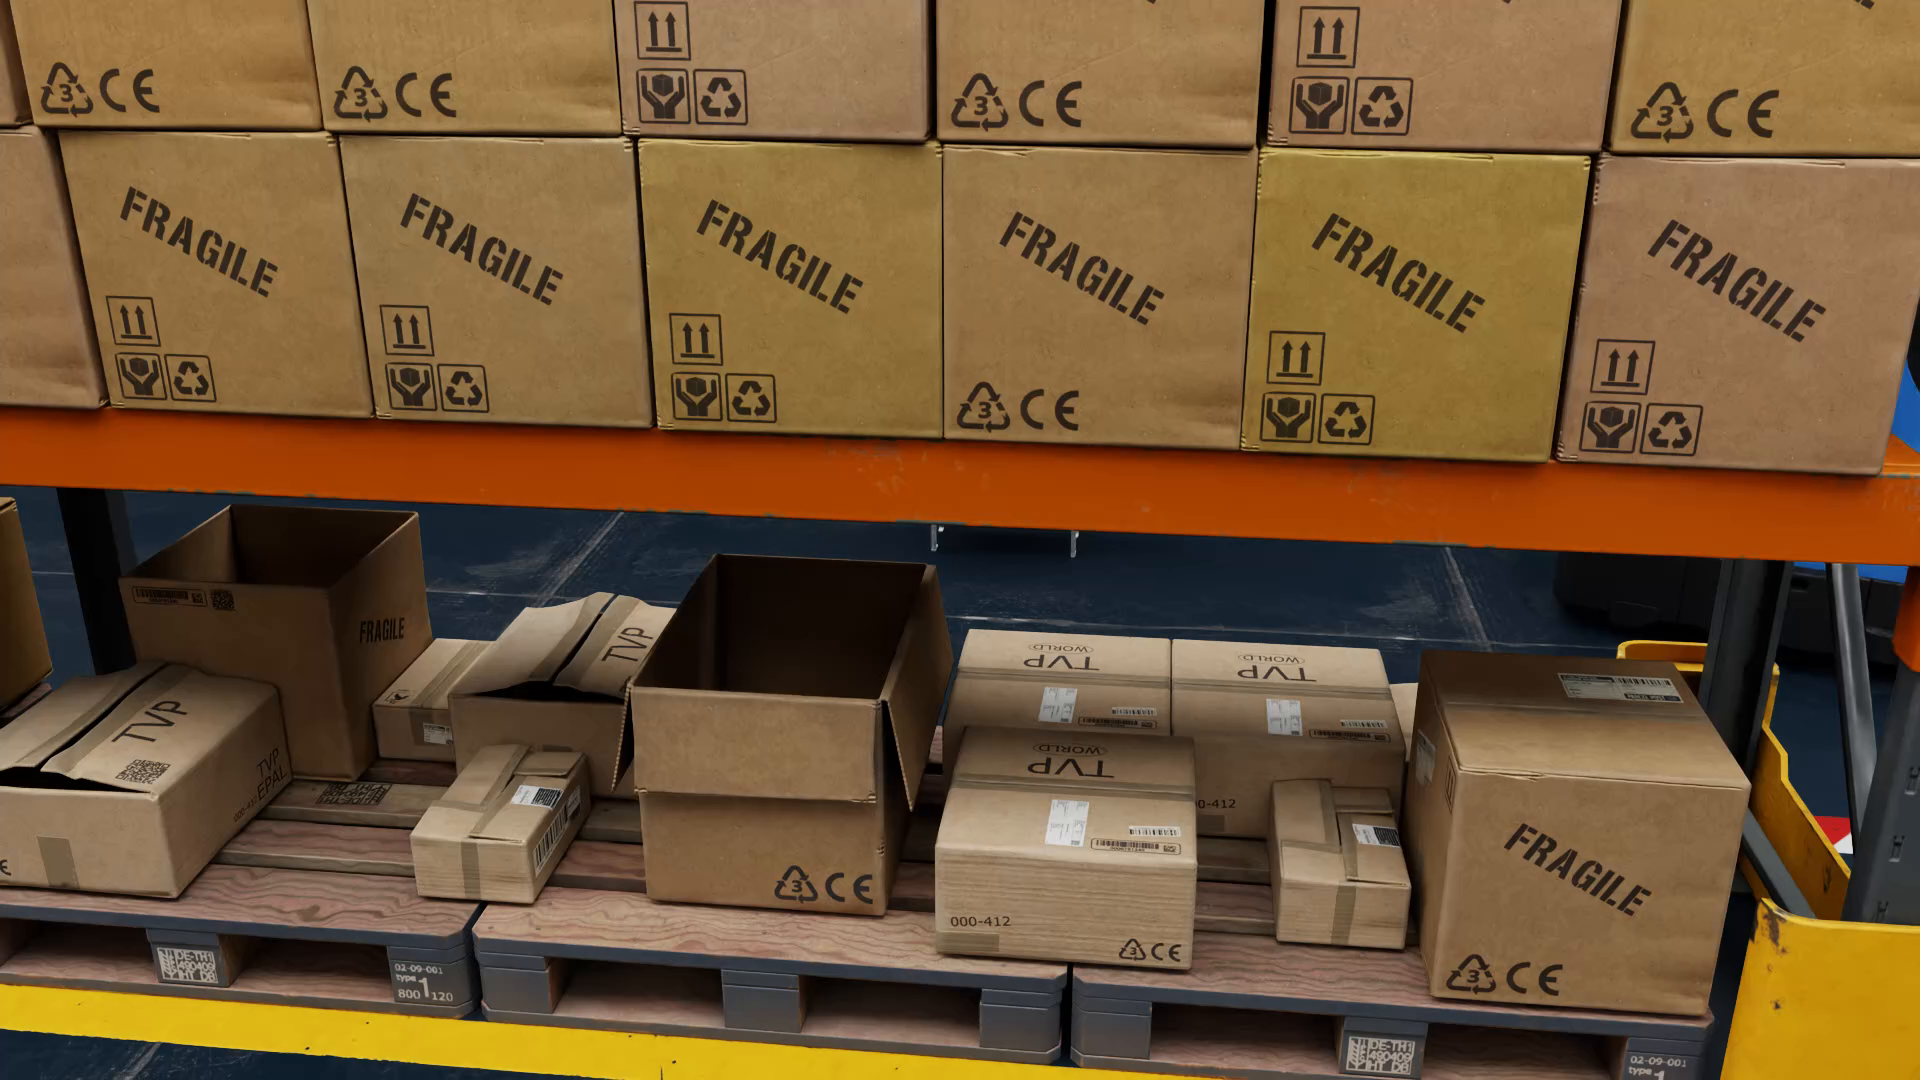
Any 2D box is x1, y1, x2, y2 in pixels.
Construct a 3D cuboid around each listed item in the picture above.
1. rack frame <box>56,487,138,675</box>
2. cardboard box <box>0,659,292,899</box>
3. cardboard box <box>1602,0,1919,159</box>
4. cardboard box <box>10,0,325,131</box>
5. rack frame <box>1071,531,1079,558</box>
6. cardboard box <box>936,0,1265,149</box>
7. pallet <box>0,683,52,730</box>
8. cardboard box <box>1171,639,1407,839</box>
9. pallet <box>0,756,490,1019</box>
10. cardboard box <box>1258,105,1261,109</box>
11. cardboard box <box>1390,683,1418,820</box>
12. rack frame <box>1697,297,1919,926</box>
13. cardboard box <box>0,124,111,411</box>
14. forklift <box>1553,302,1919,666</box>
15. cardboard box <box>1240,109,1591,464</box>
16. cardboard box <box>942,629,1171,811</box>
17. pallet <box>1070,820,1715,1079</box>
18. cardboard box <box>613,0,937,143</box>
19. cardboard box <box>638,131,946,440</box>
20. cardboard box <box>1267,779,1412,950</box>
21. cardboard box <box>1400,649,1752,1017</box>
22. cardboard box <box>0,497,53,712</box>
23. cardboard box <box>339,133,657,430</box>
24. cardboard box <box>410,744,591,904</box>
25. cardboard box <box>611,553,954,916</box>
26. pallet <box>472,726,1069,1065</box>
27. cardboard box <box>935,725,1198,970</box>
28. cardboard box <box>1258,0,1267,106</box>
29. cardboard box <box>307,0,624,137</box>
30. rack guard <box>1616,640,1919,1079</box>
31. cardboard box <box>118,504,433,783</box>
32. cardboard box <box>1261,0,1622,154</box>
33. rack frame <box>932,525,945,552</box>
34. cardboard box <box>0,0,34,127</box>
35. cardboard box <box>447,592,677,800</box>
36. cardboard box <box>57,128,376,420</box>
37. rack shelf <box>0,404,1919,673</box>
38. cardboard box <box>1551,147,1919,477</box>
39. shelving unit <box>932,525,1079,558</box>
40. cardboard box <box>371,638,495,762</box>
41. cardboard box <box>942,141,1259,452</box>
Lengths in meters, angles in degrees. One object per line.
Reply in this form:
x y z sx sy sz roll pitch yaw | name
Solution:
-2.235 -0.642 3.483 0.127 3.000 1.000 2 22 6 | rack frame
-1.843 0.501 3.650 0.500 0.311 0.500 2 22 6 | cardboard box
1.263 -0.899 2.637 0.500 0.500 0.500 2 22 6 | cardboard box
-1.287 -1.008 2.913 0.500 0.500 0.500 2 22 5 | cardboard box
0.407 -0.540 5.674 0.015 1.200 0.240 2 22 6 | rack frame
0.246 -0.941 2.744 0.500 0.500 0.500 3 22 8 | cardboard box
-3.047 0.634 4.050 1.213 0.211 1.003 2 22 6 | pallet
0.734 0.457 3.846 0.500 0.250 0.500 2 22 6 | cardboard box
-1.553 0.685 3.919 1.213 0.211 1.003 2 22 6 | pallet
0.815 -0.651 3.370 0.500 0.500 0.500 2 22 6 | cardboard box
1.114 0.490 3.876 0.250 0.166 0.380 2 22 6 | cardboard box
1.738 -0.468 3.045 0.127 3.000 1.000 2 22 6 | rack frame
-1.761 -0.567 3.157 0.500 0.500 0.500 3 22 8 | cardboard box
3.446 -1.021 4.536 3.031 2.935 1.130 11 24 25 | forklift
0.745 -0.456 2.878 0.500 0.500 0.500 3 22 7 | cardboard box
0.238 0.435 3.901 0.500 0.250 0.500 2 22 6 | cardboard box
0.870 0.791 3.652 1.213 0.211 1.003 2 22 6 | pallet
-0.264 -0.963 2.801 0.500 0.500 0.500 3 22 8 | cardboard box
-0.250 -0.502 2.993 0.500 0.500 0.500 2 22 6 | cardboard box
0.777 0.661 3.444 0.250 0.166 0.380 2 22 6 | cardboard box
1.169 0.556 3.256 0.500 0.500 0.500 2 22 6 | cardboard box
-2.686 0.206 4.139 0.500 0.500 0.500 2 22 4 | cardboard box
-0.755 -0.523 3.047 0.500 0.500 0.500 2 22 6 | cardboard box
-0.983 0.602 3.592 0.250 0.166 0.380 2 22 6 | cardboard box
-0.368 0.394 3.660 0.637 0.503 0.797 2 22 6 | cardboard box
-0.338 0.737 3.788 1.213 0.211 1.003 2 22 6 | pallet
0.229 0.620 3.433 0.500 0.250 0.500 2 22 6 | cardboard box
0.808 -1.115 3.185 0.500 0.500 0.500 3 22 7 | cardboard box
-0.777 -0.985 2.856 0.500 0.500 0.500 2 22 5 | cardboard box
1.662 0.691 3.513 0.348 0.500 1.175 2 22 6 | rack guard
-1.635 0.237 4.061 0.500 0.500 0.500 2 22 6 | cardboard box
0.761 -0.920 2.692 0.500 0.500 0.500 3 22 8 | cardboard box
-0.078 -0.561 5.728 0.015 1.200 0.240 2 22 6 | rack frame
-1.800 -1.030 2.969 0.500 0.500 0.500 3 22 8 | cardboard box
-0.891 0.358 4.014 0.500 0.311 0.500 2 22 6 | cardboard box
-1.252 -0.546 3.104 0.500 0.500 0.500 3 22 7 | cardboard box
-0.249 -0.220 3.396 4.000 0.370 1.077 2 22 6 | rack shelf
1.261 -0.435 2.824 0.500 0.500 0.500 3 22 8 | cardboard box
0.164 -0.551 5.701 0.503 1.200 0.258 2 22 6 | shelving unit
-1.256 0.395 4.140 0.250 0.149 0.380 2 22 6 | cardboard box
0.250 -0.480 2.937 0.500 0.500 0.500 3 22 7 | cardboard box
